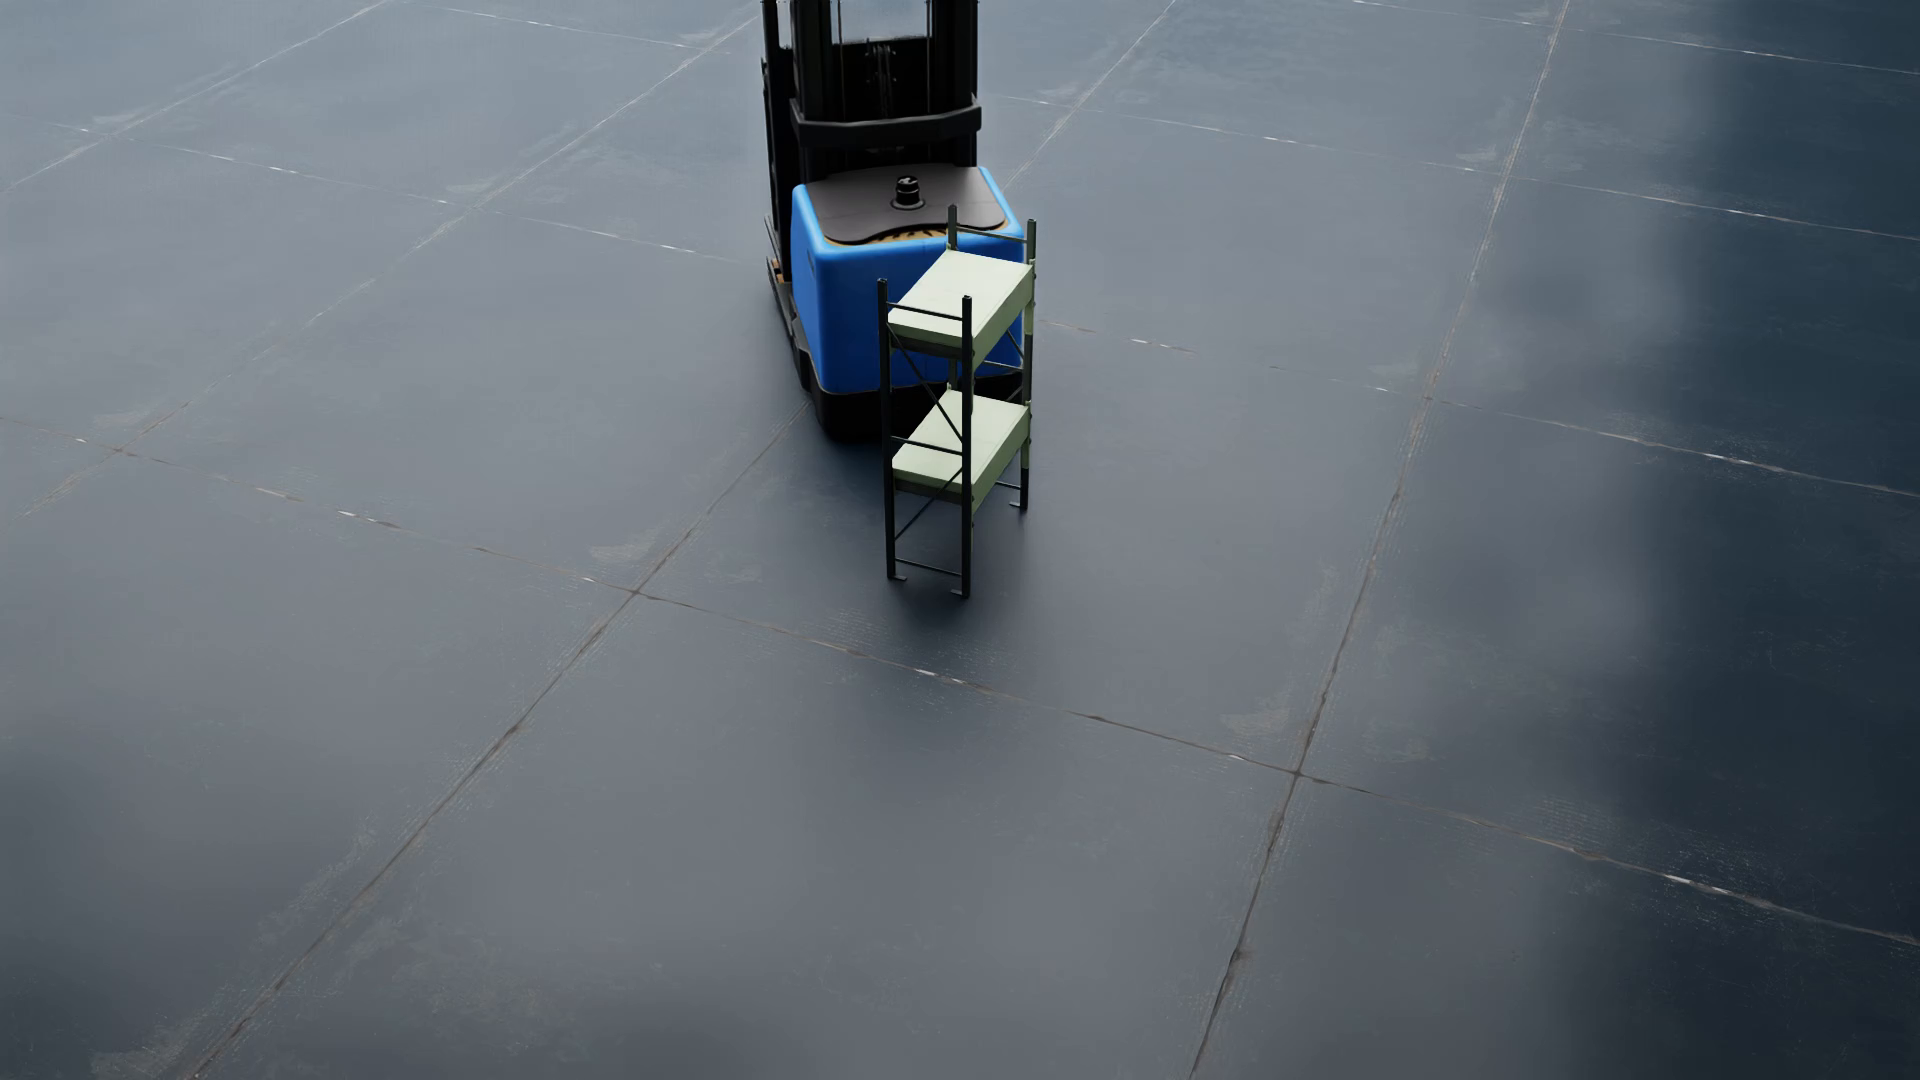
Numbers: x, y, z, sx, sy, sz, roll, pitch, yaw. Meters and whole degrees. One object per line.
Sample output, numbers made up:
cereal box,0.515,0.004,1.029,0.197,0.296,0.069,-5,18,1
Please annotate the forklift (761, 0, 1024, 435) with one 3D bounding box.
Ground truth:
forklift,-0.507,-2.582,8.756,1.130,2.935,3.031,-8,38,-10

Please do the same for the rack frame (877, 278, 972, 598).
rack frame,-0.142,-0.394,7.025,0.400,1.500,0.023,14,39,18

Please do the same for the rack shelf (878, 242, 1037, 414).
rack shelf,-0.003,-0.910,7.062,0.431,0.370,0.720,14,39,18

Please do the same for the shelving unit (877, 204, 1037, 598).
shelving unit,-0.003,-0.597,7.296,0.431,1.500,0.755,14,39,18

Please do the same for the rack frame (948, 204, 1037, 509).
rack frame,0.137,-0.800,7.567,0.400,1.500,0.023,14,39,18

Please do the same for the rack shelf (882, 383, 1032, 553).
rack shelf,-0.003,-0.336,7.491,0.431,0.370,0.720,14,39,18
